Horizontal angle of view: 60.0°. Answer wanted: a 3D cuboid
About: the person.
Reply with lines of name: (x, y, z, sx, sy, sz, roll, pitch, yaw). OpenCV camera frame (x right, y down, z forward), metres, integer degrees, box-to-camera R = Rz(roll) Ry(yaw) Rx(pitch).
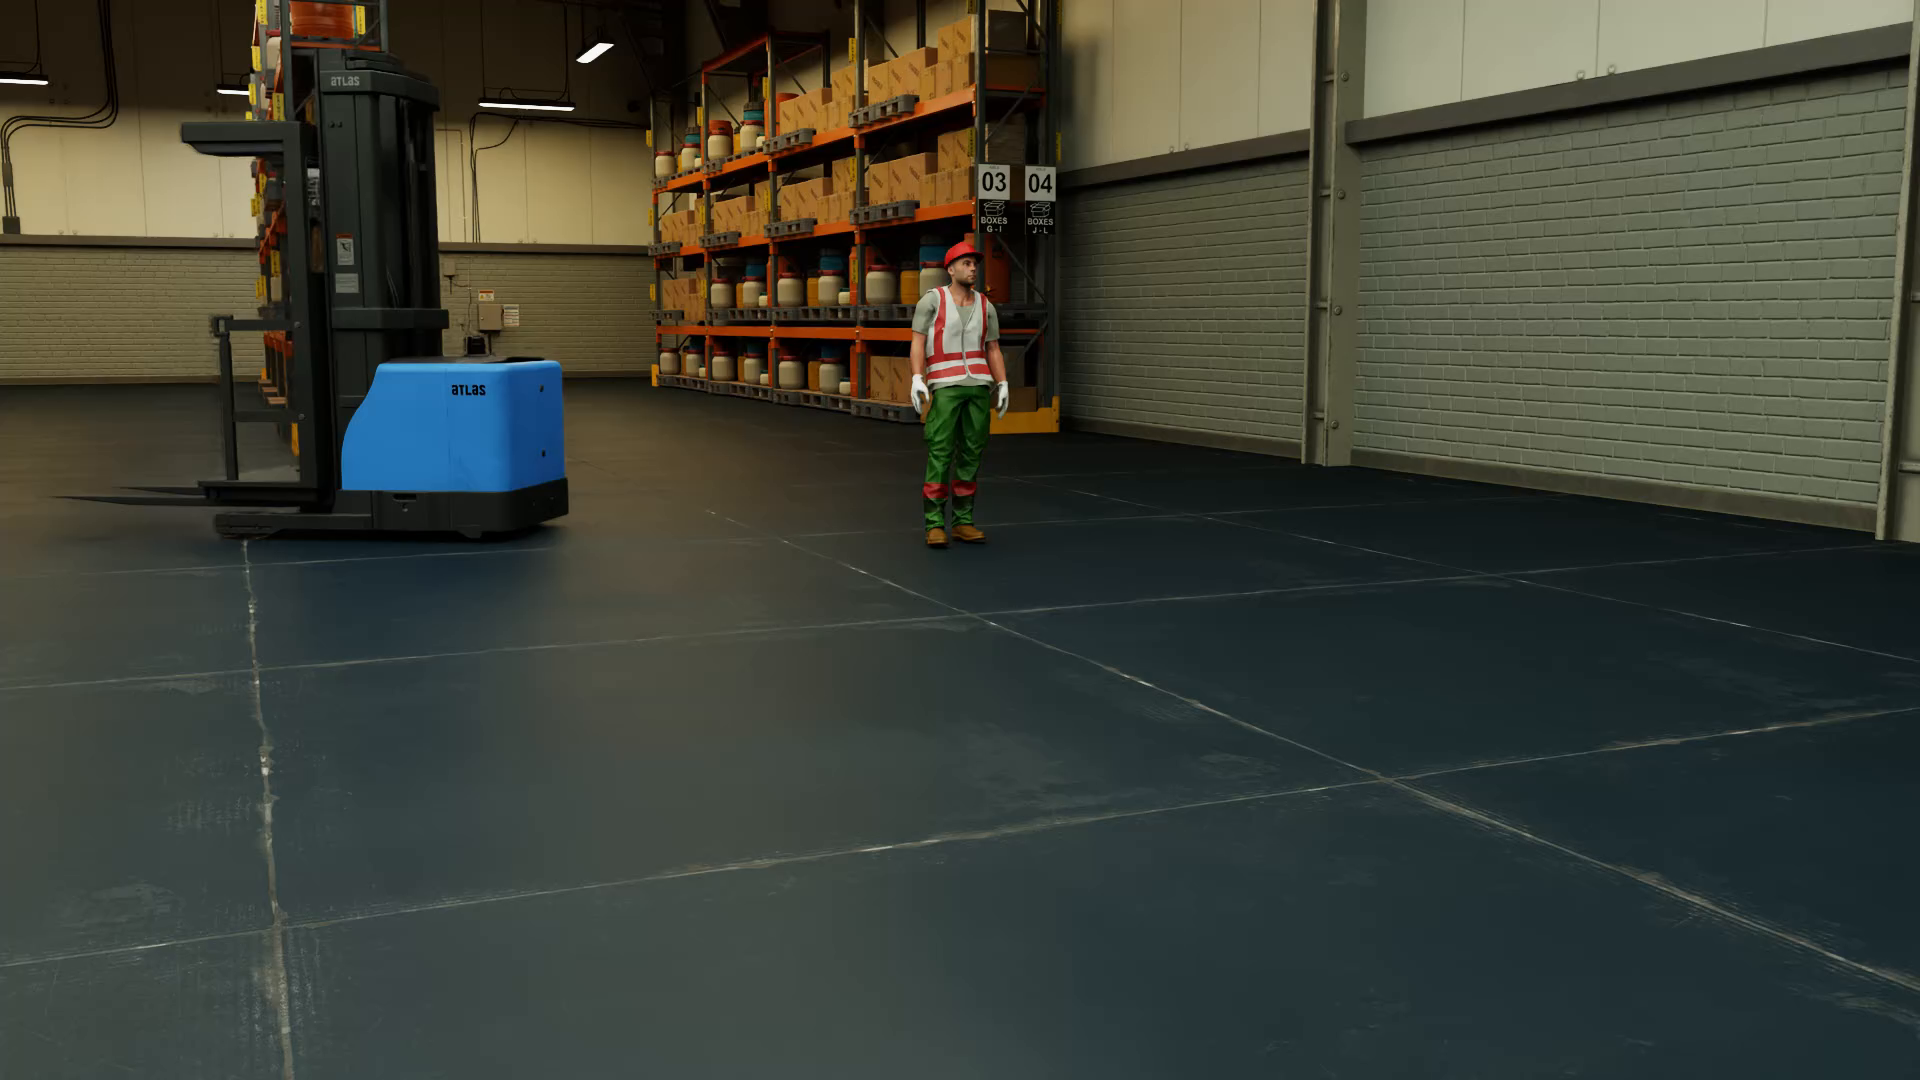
person: (0.021, -0.884, 9.958, 0.637, 1.790, 0.562, -3, 8, -23)

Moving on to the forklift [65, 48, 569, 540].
forklift: (-4.126, -1.523, 10.490, 3.031, 2.935, 1.130, 1, 8, 8)
